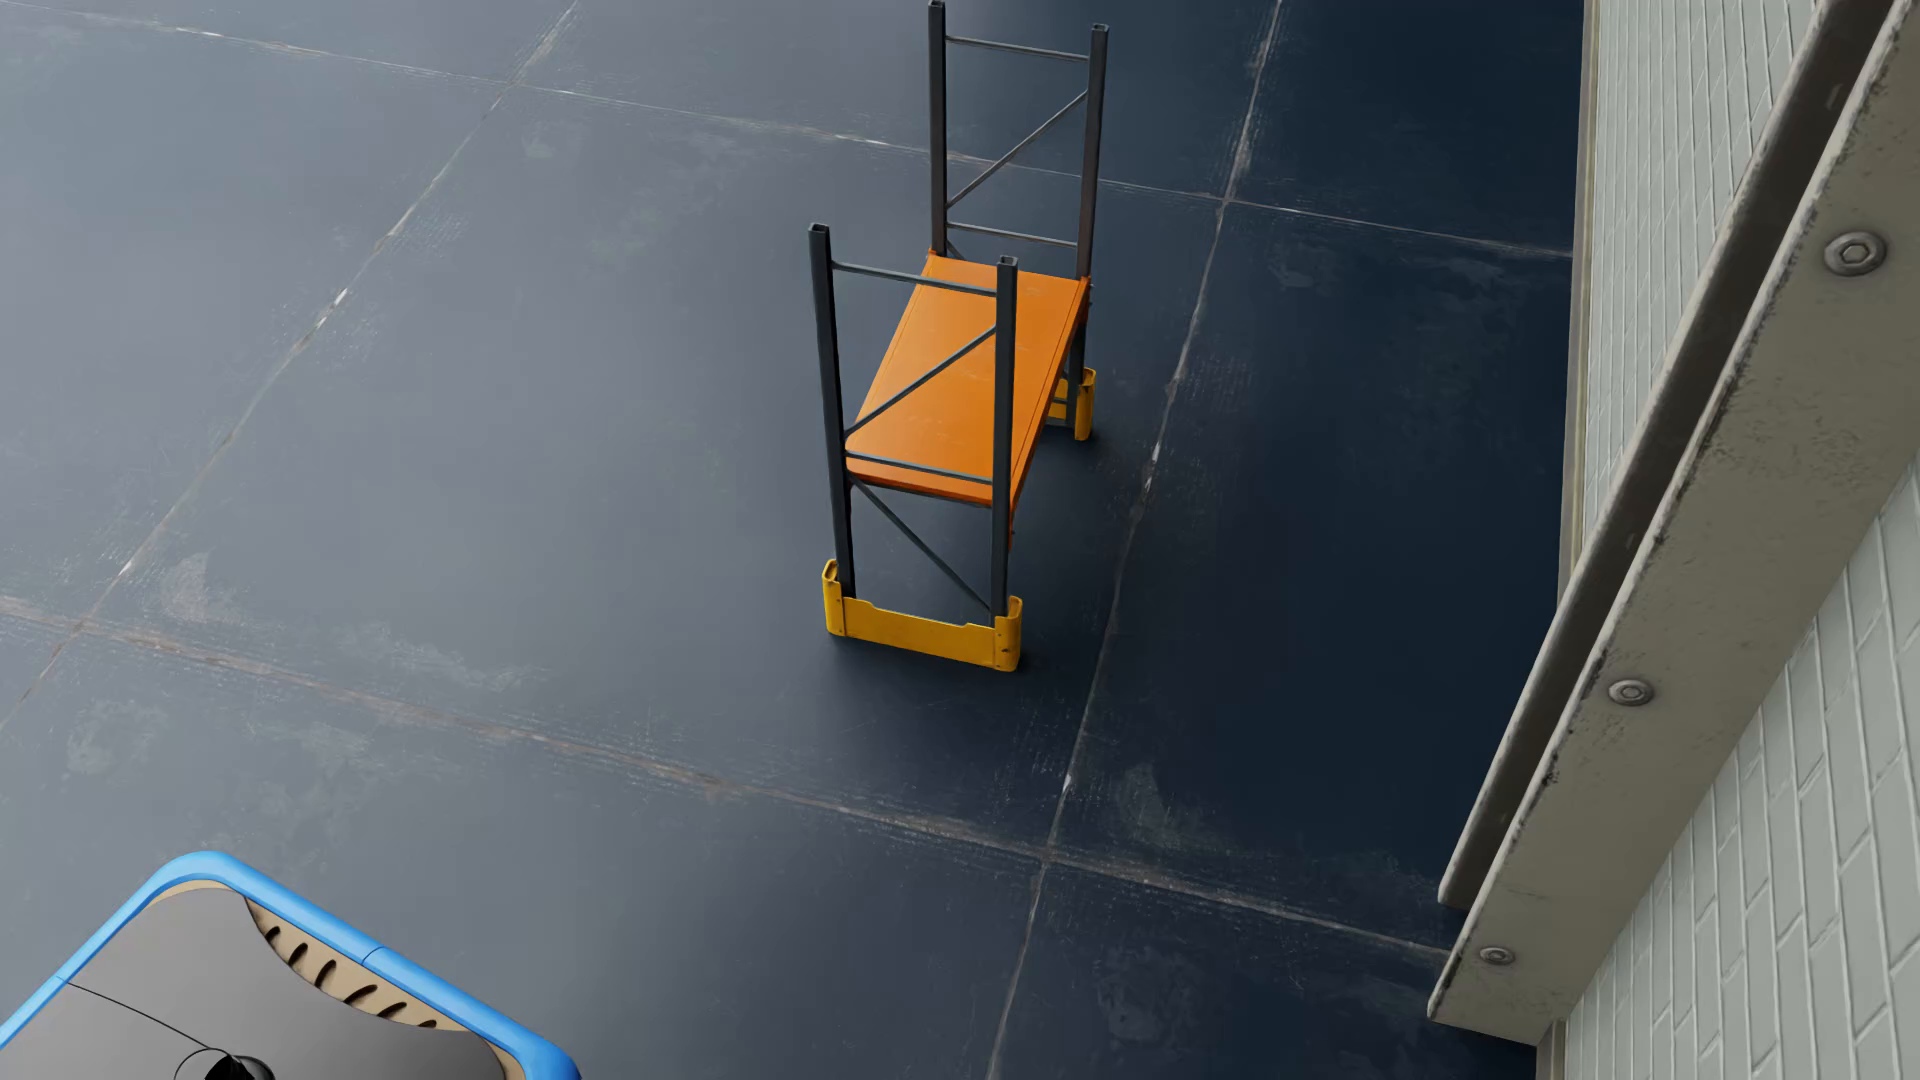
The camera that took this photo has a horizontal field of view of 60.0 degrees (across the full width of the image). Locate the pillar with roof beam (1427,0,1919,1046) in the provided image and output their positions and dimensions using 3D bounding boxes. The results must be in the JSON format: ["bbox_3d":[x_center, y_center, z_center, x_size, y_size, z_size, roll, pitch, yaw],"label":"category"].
[{"bbox_3d":[-2.777,-2.734,1.661,9.100,9.000,0.400,12,50,10],"label":"pillar with roof beam"}]

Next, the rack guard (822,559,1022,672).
[{"bbox_3d":[-0.111,0.222,4.887,0.587,0.250,0.087,12,50,10],"label":"rack guard"}]

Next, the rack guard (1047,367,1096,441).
[{"bbox_3d":[0.151,-0.498,5.523,0.587,0.250,0.087,12,50,10],"label":"rack guard"}]

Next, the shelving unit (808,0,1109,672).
[{"bbox_3d":[0.020,-0.551,4.736,0.587,1.500,1.083,12,50,10],"label":"shelving unit"}]

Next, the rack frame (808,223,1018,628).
[{"bbox_3d":[-0.111,-0.190,4.418,0.500,1.500,0.032,12,50,10],"label":"rack frame"}]

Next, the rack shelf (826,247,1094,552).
[{"bbox_3d":[0.022,-0.439,4.877,0.538,0.185,1.000,12,50,10],"label":"rack shelf"}]

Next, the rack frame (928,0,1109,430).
[{"bbox_3d":[0.156,-0.926,5.067,0.500,1.500,0.032,12,50,10],"label":"rack frame"}]

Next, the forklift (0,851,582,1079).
[{"bbox_3d":[-1.828,1.477,1.992,1.130,2.935,3.031,23,52,19],"label":"forklift"}]
